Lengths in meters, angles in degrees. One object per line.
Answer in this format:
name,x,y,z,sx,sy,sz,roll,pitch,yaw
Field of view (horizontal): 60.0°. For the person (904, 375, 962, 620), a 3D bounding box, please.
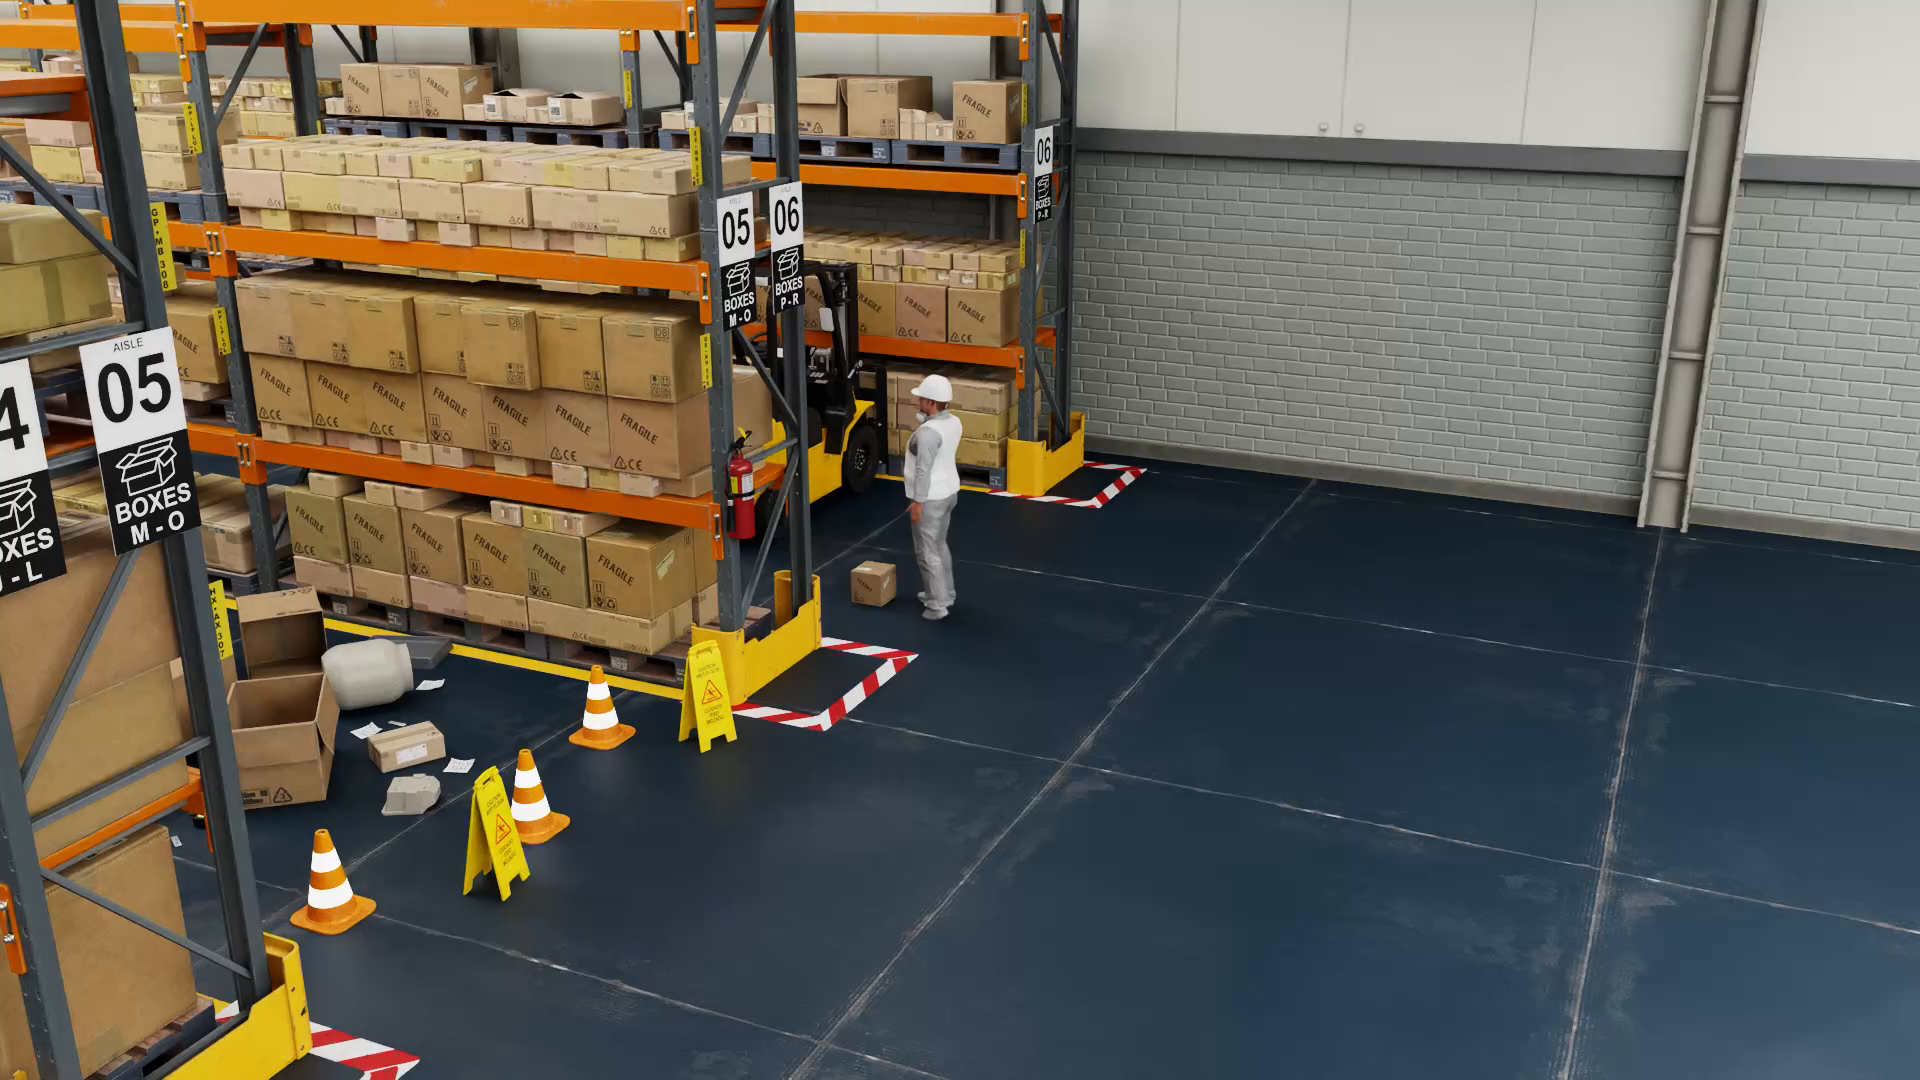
person,-0.207,-0.292,11.988,0.374,1.838,0.534,9,21,24
